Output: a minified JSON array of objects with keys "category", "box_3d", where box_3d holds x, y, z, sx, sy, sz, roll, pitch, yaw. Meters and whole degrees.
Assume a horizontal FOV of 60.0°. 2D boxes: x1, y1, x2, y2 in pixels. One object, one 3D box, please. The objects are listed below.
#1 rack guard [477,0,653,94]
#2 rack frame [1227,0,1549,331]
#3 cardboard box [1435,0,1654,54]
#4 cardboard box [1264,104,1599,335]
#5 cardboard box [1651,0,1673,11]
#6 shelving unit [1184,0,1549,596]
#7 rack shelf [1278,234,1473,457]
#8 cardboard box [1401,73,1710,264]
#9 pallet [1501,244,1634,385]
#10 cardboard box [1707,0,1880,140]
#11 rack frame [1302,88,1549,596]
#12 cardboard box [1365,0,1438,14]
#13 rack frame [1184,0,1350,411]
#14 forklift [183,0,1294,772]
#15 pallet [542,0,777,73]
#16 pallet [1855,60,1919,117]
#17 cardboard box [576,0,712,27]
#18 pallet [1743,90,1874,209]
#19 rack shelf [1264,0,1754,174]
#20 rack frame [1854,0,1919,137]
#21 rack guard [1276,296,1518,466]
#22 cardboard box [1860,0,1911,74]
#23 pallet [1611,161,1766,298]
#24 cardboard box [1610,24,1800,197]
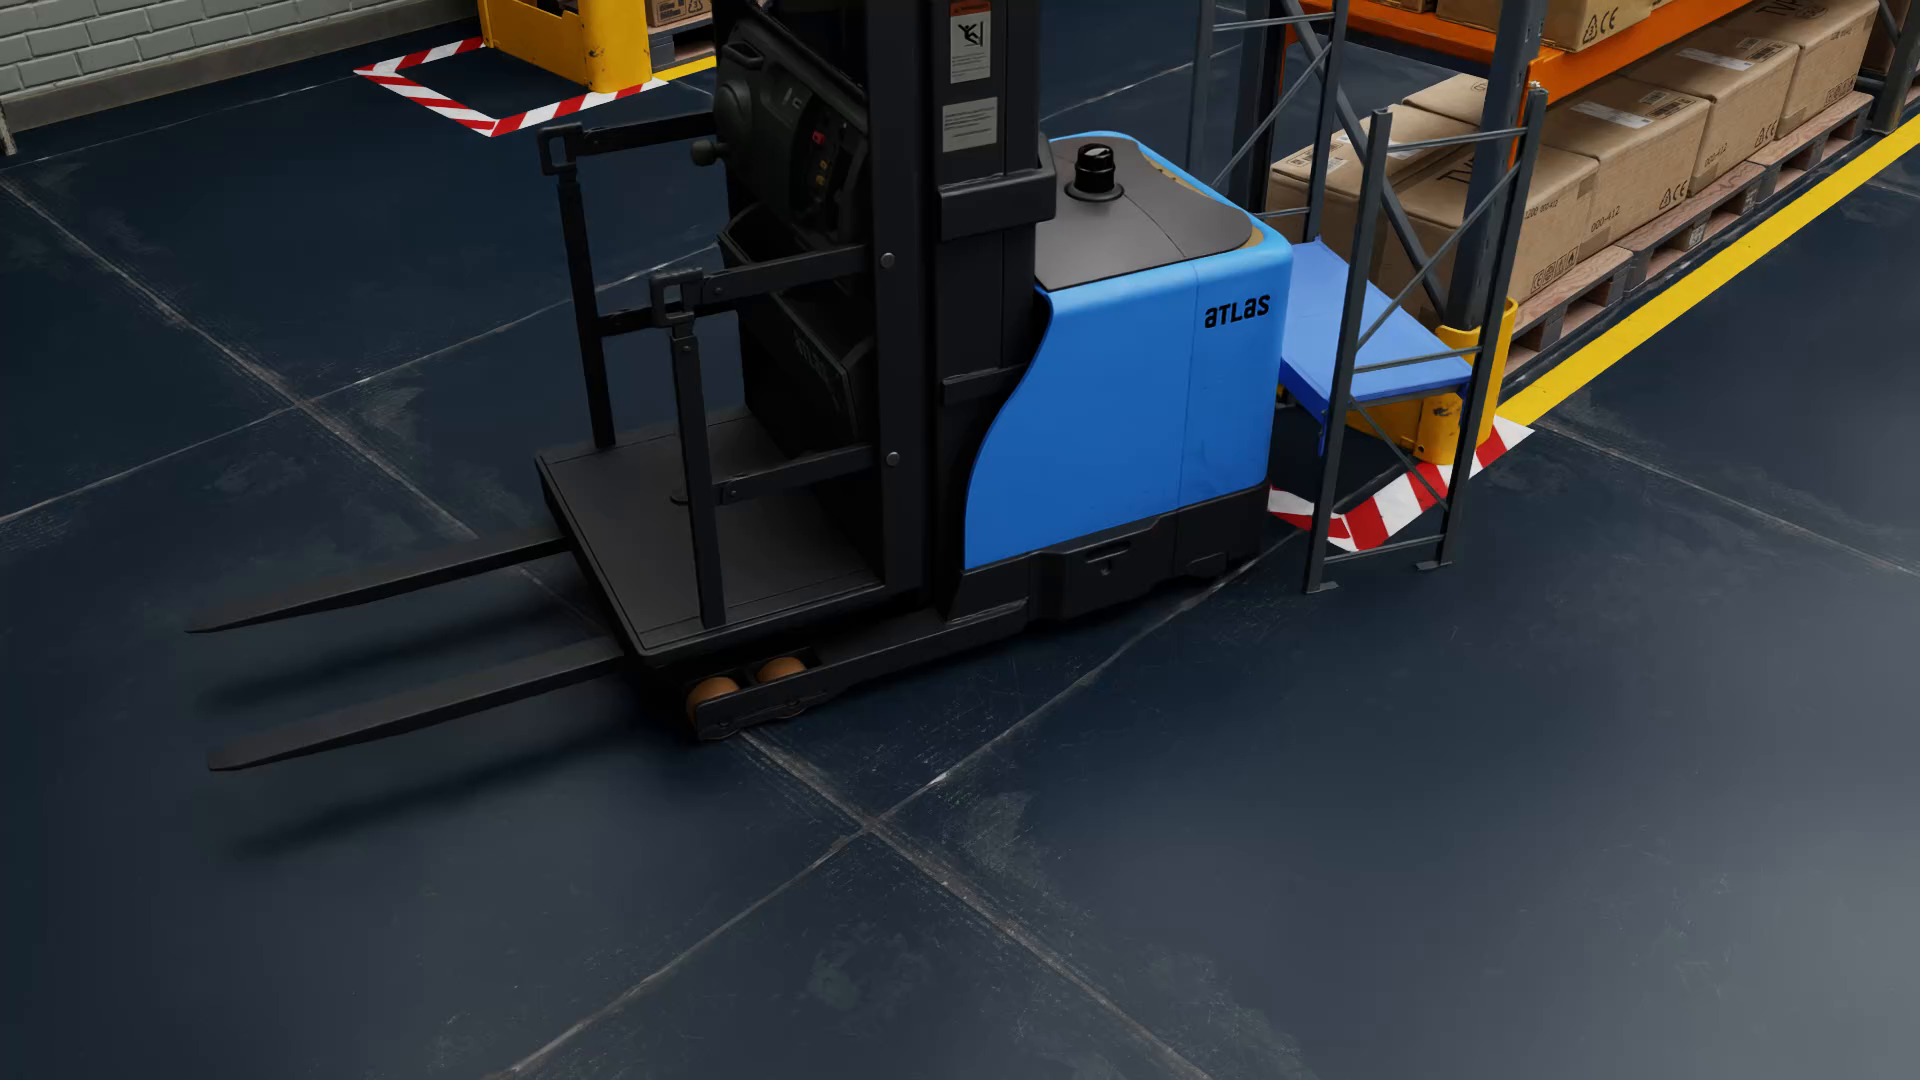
[{"category":"rack guard","box_3d":[-2.120,-2.785,8.807,1.175,0.500,0.348,30,45,35]},{"category":"rack frame","box_3d":[1.352,-1.781,5.181,1.000,3.000,0.127,30,45,35]},{"category":"cardboard box","box_3d":[1.894,-1.901,5.266,0.500,0.500,0.500,29,44,35]},{"category":"cardboard box","box_3d":[1.746,-1.210,6.236,0.875,0.438,0.875,28,44,34]},{"category":"cardboard box","box_3d":[2.230,-2.118,5.577,0.500,0.500,0.500,29,44,35]},{"category":"shelving unit","box_3d":[1.116,-0.777,5.053,0.538,1.500,1.048,-11,36,-15]},{"category":"rack shelf","box_3d":[1.116,-0.630,5.156,0.538,0.185,1.000,-11,36,-15]},{"category":"cardboard box","box_3d":[2.385,-1.585,6.774,0.875,0.438,0.875,-29,44,-34]},{"category":"pallet","box_3d":[1.859,-0.993,6.490,1.003,0.211,1.213,30,45,35]},{"category":"cardboard box","box_3d":[3.651,-2.314,7.819,0.875,0.438,0.875,29,44,35]},{"category":"rack frame","box_3d":[1.276,-0.501,4.658,0.500,1.500,0.032,-11,36,-15]},{"category":"cardboard box","box_3d":[1.504,-2.124,5.587,0.500,0.500,0.500,-30,45,-35]},{"category":"rack frame","box_3d":[0.955,-1.053,5.449,0.500,1.500,0.032,-11,36,-15]},{"category":"forklift","box_3d":[-0.619,-1.011,4.138,3.031,2.935,1.130,-16,38,-21]},{"category":"pallet","box_3d":[-1.559,-2.991,9.354,1.003,0.211,1.213,30,45,35]},{"category":"pallet","box_3d":[4.660,-2.605,8.800,1.003,0.211,1.213,30,45,35]},{"category":"cardboard box","box_3d":[-1.675,-3.138,8.943,0.797,0.503,0.637,28,43,34]},{"category":"pallet","box_3d":[3.579,-1.984,7.910,1.003,0.211,1.213,30,45,35]},{"category":"rack shelf","box_3d":[2.761,-2.298,6.551,1.077,0.370,4.000,30,45,35]},{"category":"rack frame","box_3d":[4.170,-3.405,7.510,1.000,3.000,0.127,30,45,35]},{"category":"rack guard","box_3d":[1.335,-0.746,5.882,1.175,0.500,0.348,30,45,35]},{"category":"cardboard box","box_3d":[4.550,-2.989,8.404,0.875,0.875,0.875,-28,44,-34]},{"category":"pallet","box_3d":[2.719,-1.486,7.196,1.003,0.211,1.213,30,45,35]},{"category":"cardboard box","box_3d":[3.021,-1.951,7.298,0.875,0.438,0.875,28,44,34]}]
